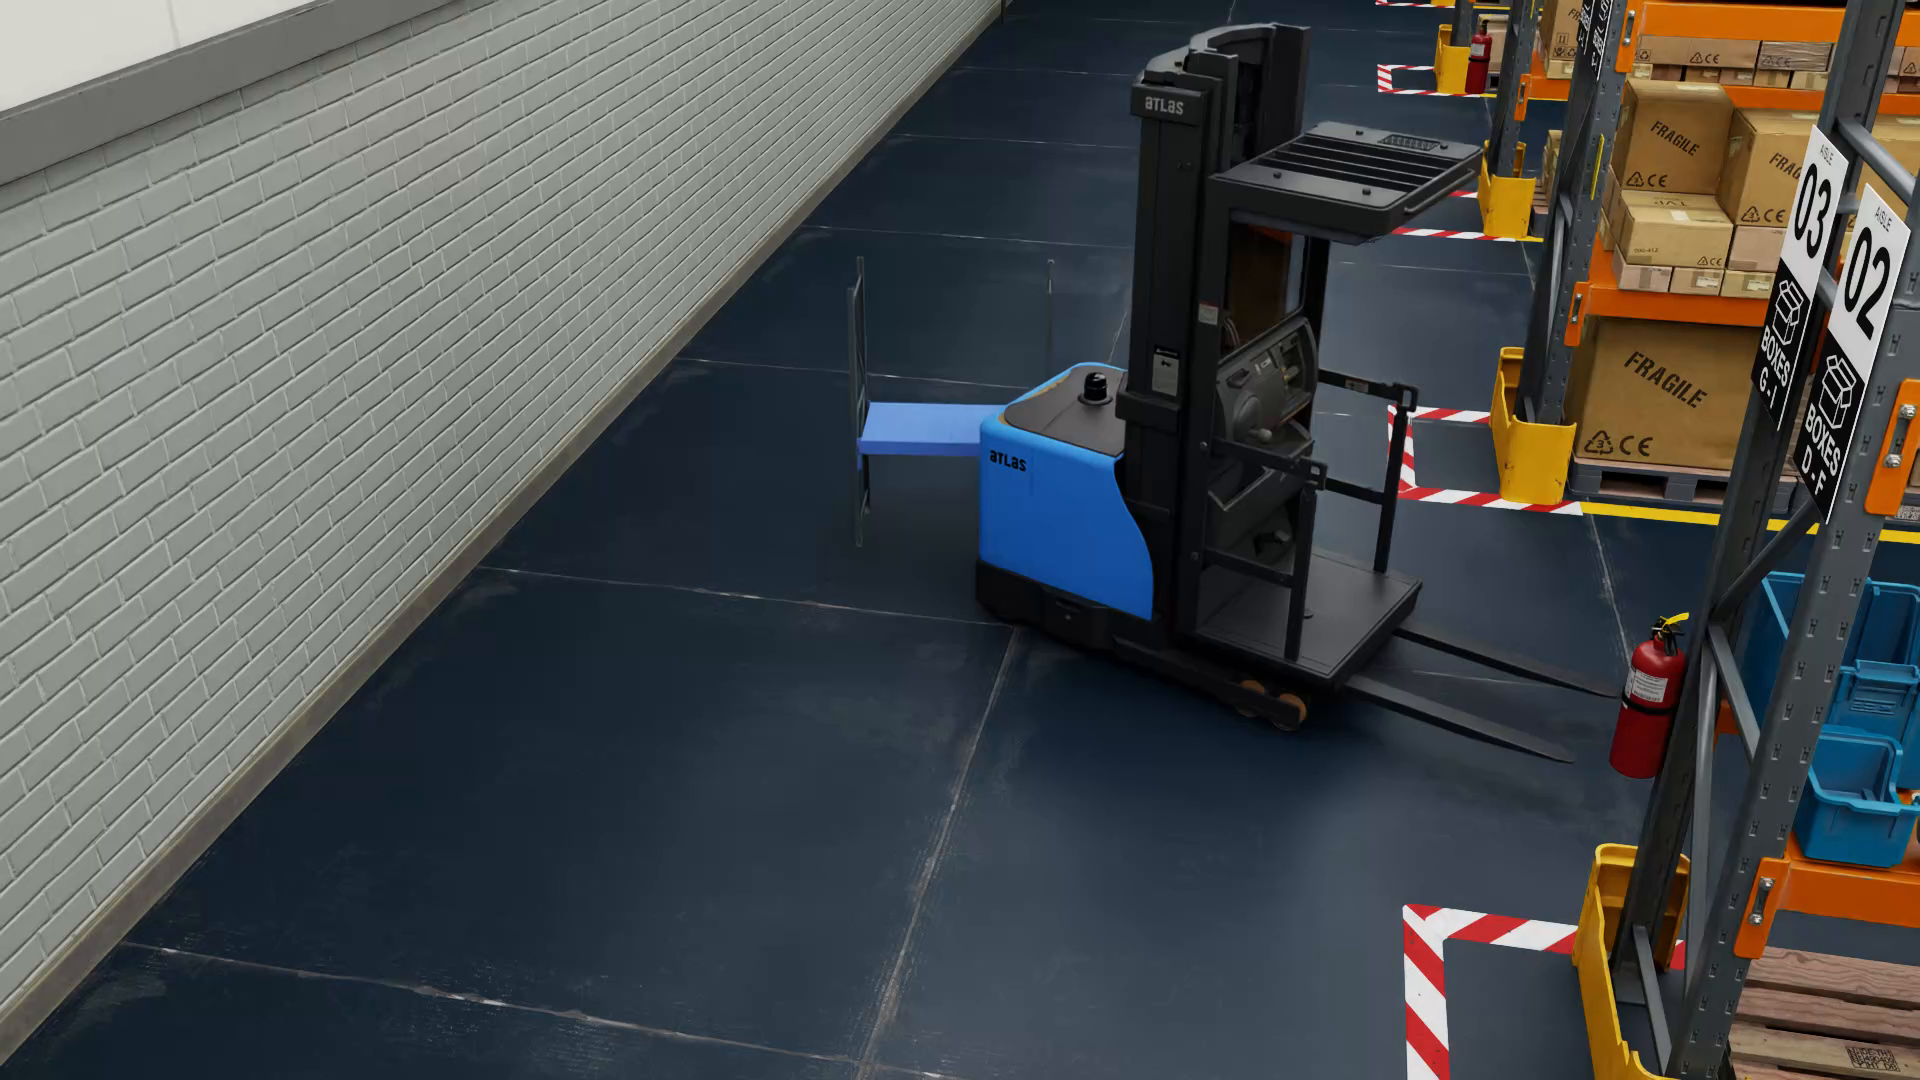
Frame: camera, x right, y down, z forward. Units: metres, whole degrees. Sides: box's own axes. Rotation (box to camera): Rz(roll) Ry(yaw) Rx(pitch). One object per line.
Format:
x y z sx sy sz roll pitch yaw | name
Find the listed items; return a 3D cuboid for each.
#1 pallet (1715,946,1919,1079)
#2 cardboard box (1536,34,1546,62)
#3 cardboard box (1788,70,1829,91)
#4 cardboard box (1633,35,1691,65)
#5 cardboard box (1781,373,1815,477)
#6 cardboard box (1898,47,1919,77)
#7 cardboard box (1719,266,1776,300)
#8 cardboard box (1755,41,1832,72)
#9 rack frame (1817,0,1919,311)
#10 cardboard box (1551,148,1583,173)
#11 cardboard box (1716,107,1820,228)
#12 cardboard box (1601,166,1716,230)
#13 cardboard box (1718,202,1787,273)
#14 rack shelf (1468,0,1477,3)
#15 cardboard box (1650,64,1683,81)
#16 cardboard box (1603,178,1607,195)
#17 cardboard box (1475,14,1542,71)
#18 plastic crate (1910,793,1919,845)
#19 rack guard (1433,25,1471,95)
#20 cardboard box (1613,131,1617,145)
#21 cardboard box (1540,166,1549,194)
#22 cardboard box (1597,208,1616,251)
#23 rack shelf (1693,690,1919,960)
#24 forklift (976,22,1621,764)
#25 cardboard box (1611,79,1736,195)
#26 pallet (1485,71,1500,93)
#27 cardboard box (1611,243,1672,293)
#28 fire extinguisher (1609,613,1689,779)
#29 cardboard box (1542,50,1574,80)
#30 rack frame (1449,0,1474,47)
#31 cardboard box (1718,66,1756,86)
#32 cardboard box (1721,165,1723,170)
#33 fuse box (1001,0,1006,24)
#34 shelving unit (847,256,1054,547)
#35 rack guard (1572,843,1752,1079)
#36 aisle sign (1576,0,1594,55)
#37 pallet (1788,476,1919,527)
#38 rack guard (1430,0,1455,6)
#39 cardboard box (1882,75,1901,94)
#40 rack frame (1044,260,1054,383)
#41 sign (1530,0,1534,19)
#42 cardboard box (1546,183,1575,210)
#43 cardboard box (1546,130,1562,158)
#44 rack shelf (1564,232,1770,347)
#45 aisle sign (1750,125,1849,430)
3.221 1.853 5.646 1.213 0.211 1.003 6 29 11 | pallet
4.969 -4.106 13.889 0.250 0.149 0.380 6 29 11 | cardboard box
6.631 -3.647 13.049 0.250 0.149 0.380 6 29 12 | cardboard box
5.501 -4.074 13.155 0.500 0.500 0.500 6 29 11 | cardboard box
4.989 -0.932 9.603 0.875 0.875 0.875 6 29 11 | cardboard box
7.464 -3.858 12.760 0.500 0.500 0.500 5 29 9 | cardboard box
4.237 -1.446 9.029 0.250 0.149 0.380 5 29 9 | cardboard box
6.478 -3.971 12.966 0.500 0.500 0.500 5 29 9 | cardboard box
2.422 -2.103 3.720 0.127 3.000 1.000 6 29 11 | rack frame
5.033 -3.099 13.699 0.250 0.149 0.380 5 29 8 | cardboard box
4.359 -1.966 8.783 0.500 0.500 0.500 5 29 9 | cardboard box
3.986 -1.938 9.513 0.500 0.250 0.500 5 29 10 | cardboard box
4.380 -1.638 8.965 0.500 0.250 0.500 6 29 10 | cardboard box
7.482 -5.935 17.717 4.000 0.370 1.077 6 29 11 | rack shelf
5.631 -3.800 13.329 0.250 0.149 0.380 7 30 13 | cardboard box
5.306 -2.954 13.743 0.250 0.149 0.380 6 29 10 | cardboard box
6.193 -5.492 18.390 0.875 0.438 0.875 5 29 9 | cardboard box
2.892 0.869 4.752 0.298 0.136 0.250 6 29 11 | plastic crate
5.503 -5.357 18.515 0.348 0.500 1.175 6 29 11 | rack guard
5.676 -3.359 14.173 0.250 0.149 0.380 5 29 9 | cardboard box
5.150 -3.095 14.312 0.250 0.149 0.380 6 29 11 | cardboard box
3.874 -1.806 9.687 0.250 0.149 0.380 6 29 12 | cardboard box
4.378 1.045 4.967 4.000 0.370 1.077 6 29 11 | rack shelf
1.572 -0.699 7.475 3.031 2.935 1.130 19 34 31 | forklift
3.988 -2.265 9.330 0.500 0.500 0.500 6 29 11 | cardboard box
6.325 -5.185 18.501 1.213 0.211 1.003 6 29 11 | pallet
3.735 -1.497 9.122 0.250 0.149 0.380 6 29 11 | cardboard box
2.370 0.498 5.686 0.183 0.674 0.296 6 29 11 | fire extinguisher
4.840 -3.820 13.365 0.250 0.149 0.380 6 29 10 | cardboard box
5.526 -6.451 17.910 0.127 3.000 1.000 6 29 11 | rack frame
6.127 -3.723 13.189 0.250 0.149 0.380 5 29 10 | cardboard box
6.076 -3.024 13.562 0.250 0.149 0.380 7 29 13 | cardboard box
0.588 -7.413 21.008 0.414 1.711 0.539 6 29 11 | fuse box
-0.039 -0.726 9.014 1.048 1.500 0.538 2 29 3 | shelving unit
2.396 1.629 5.754 0.348 0.500 1.175 6 29 11 | rack guard
3.449 -3.086 9.056 0.004 0.787 0.394 6 29 11 | aisle sign
5.445 -0.407 9.774 1.213 0.211 1.003 6 29 11 | pallet
6.633 -7.679 22.755 0.348 0.500 1.175 6 29 11 | rack guard
7.133 -3.604 12.971 0.250 0.149 0.380 5 29 8 | cardboard box
0.468 -0.712 8.988 0.032 1.500 0.500 2 29 3 | rack frame
4.478 -4.241 12.972 0.005 0.325 0.100 6 29 11 | sign
5.037 -2.847 13.859 0.250 0.149 0.380 6 29 12 | cardboard box
5.162 -3.377 14.207 0.250 0.149 0.380 6 29 11 | cardboard box
5.413 -1.281 9.216 4.000 0.370 1.077 6 29 11 | rack shelf
2.413 -0.756 4.801 0.004 0.787 0.394 6 29 11 | aisle sign
